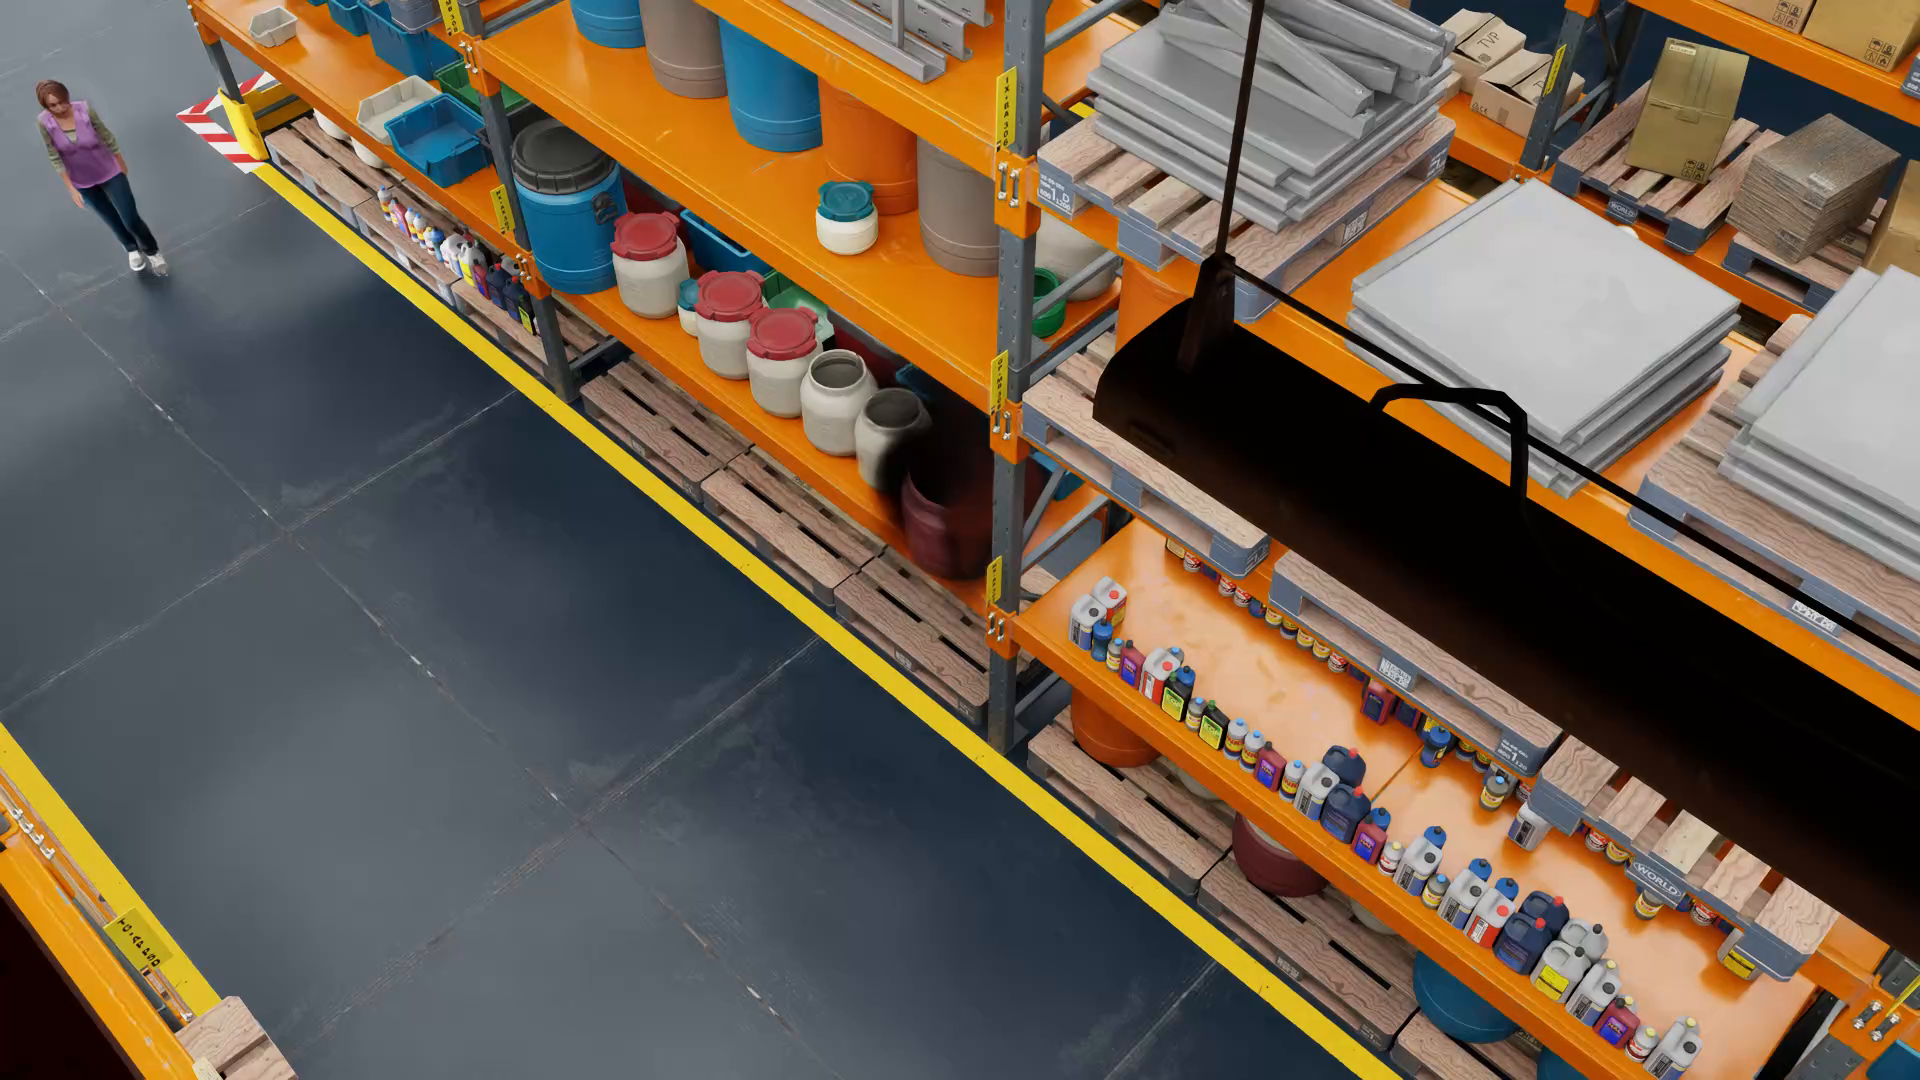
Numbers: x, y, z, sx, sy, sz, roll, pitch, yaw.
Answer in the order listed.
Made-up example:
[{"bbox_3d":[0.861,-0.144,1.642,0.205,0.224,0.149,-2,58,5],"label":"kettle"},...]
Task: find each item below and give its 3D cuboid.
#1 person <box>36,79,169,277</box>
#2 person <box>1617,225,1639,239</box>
[{"bbox_3d":[-5.926,-2.395,11.525,0.412,1.390,0.445,-13,51,-10],"label":"person"},{"bbox_3d":[3.655,-1.108,9.773,0.583,1.785,0.460,37,59,27],"label":"person"}]
